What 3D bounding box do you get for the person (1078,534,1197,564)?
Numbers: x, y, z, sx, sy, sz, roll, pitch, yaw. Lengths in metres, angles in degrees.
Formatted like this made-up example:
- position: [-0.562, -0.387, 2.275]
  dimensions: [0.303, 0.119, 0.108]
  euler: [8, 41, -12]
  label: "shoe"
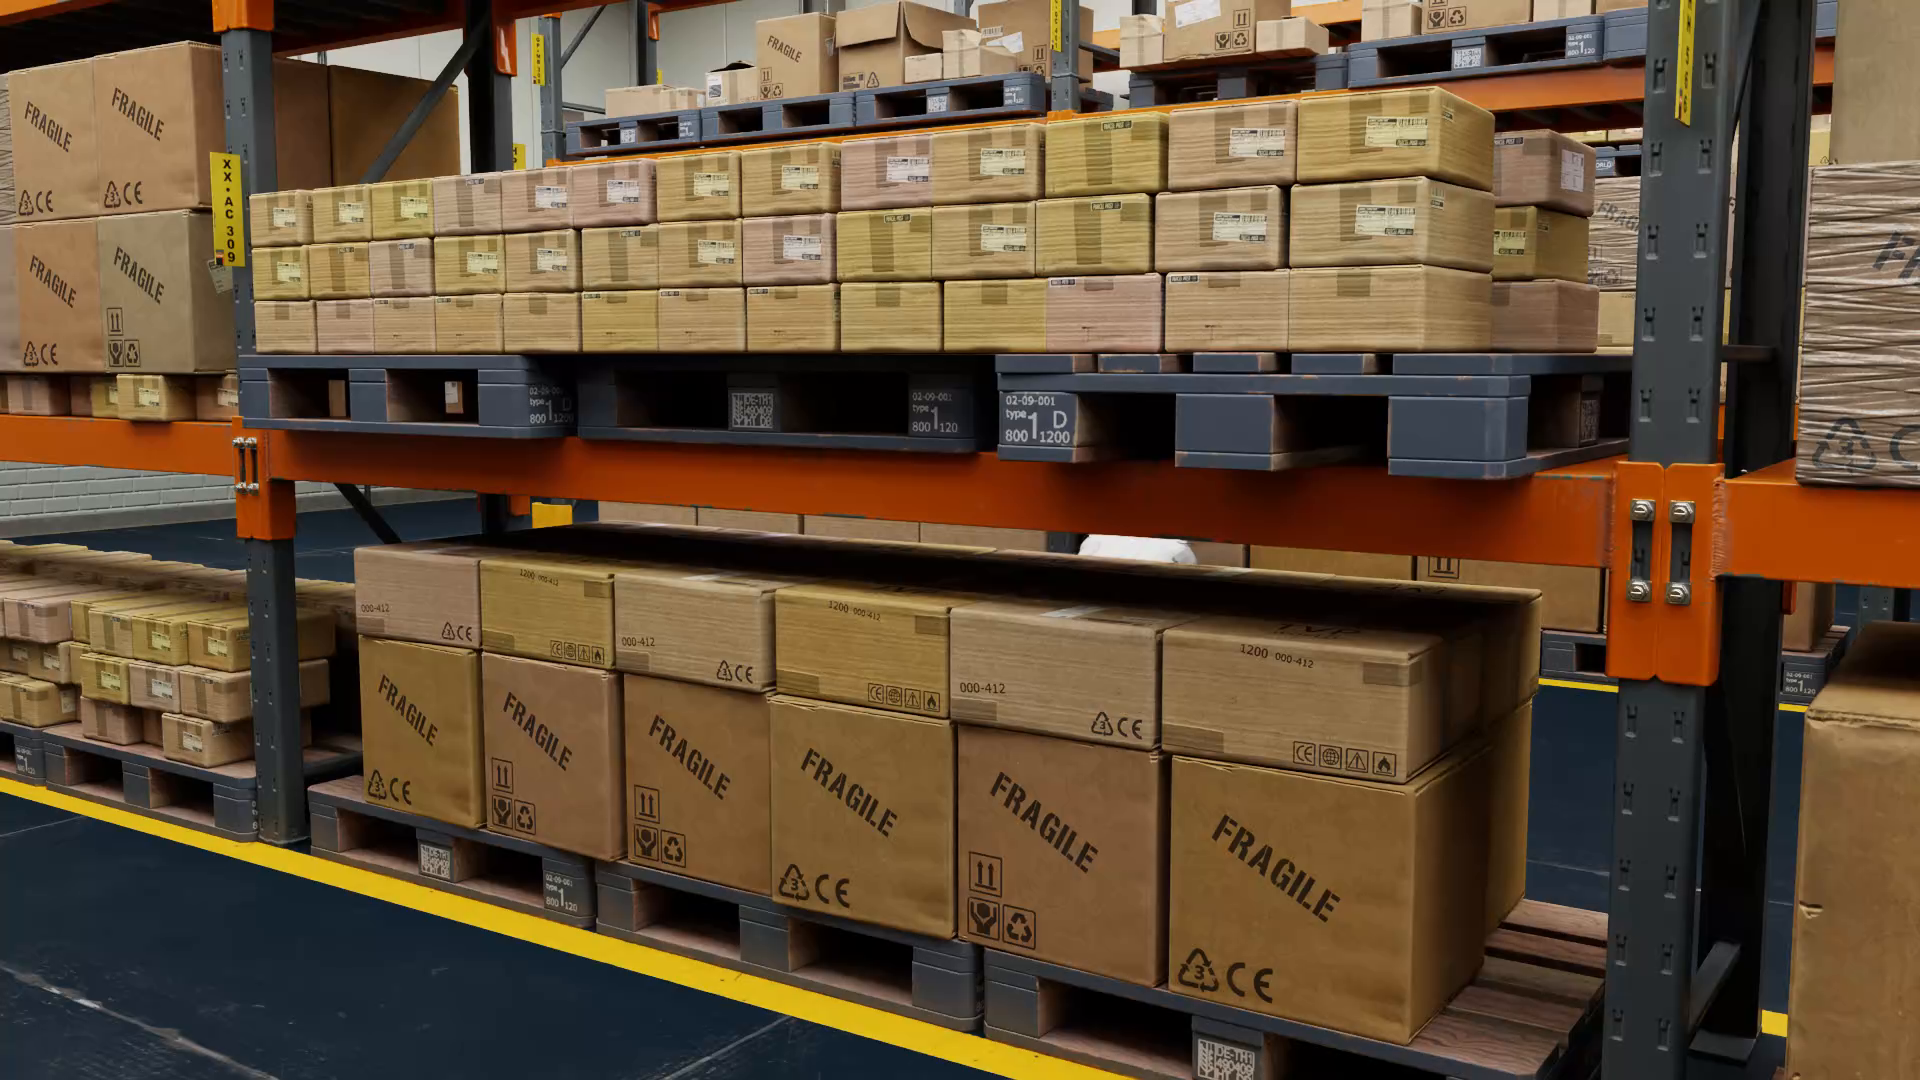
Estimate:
- position: [0.689, 0.323, 6.670]
  dimensions: [0.540, 0.916, 0.913]
  euler: [4, 8, 33]
  label: "person"
